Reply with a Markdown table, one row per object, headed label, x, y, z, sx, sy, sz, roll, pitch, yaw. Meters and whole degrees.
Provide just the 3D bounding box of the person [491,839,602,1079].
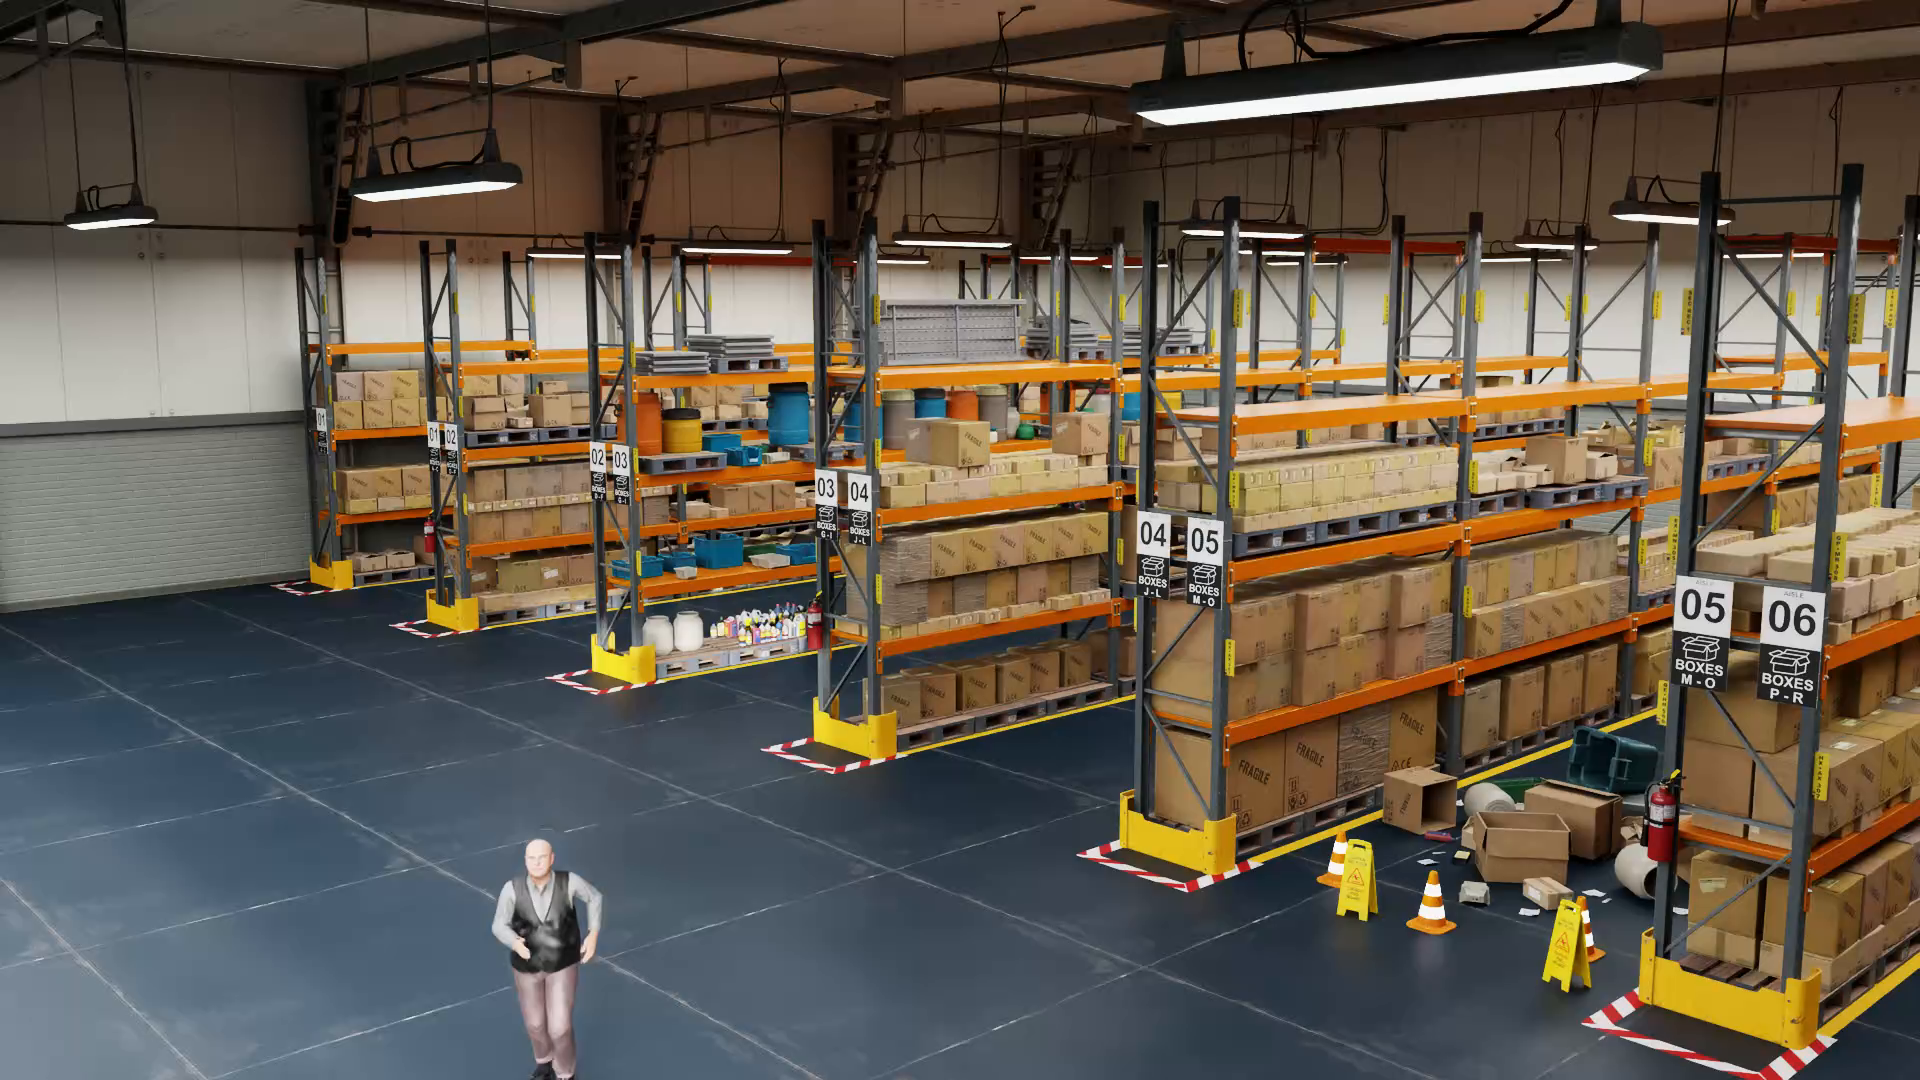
| label | x | y | z | sx | sy | sz | roll | pitch | yaw |
| --- | --- | --- | --- | --- | --- | --- | --- | --- | --- |
| person | -2.653 | 2.784 | 10.690 | 0.669 | 1.777 | 0.726 | -1 | 8 | -6 |
